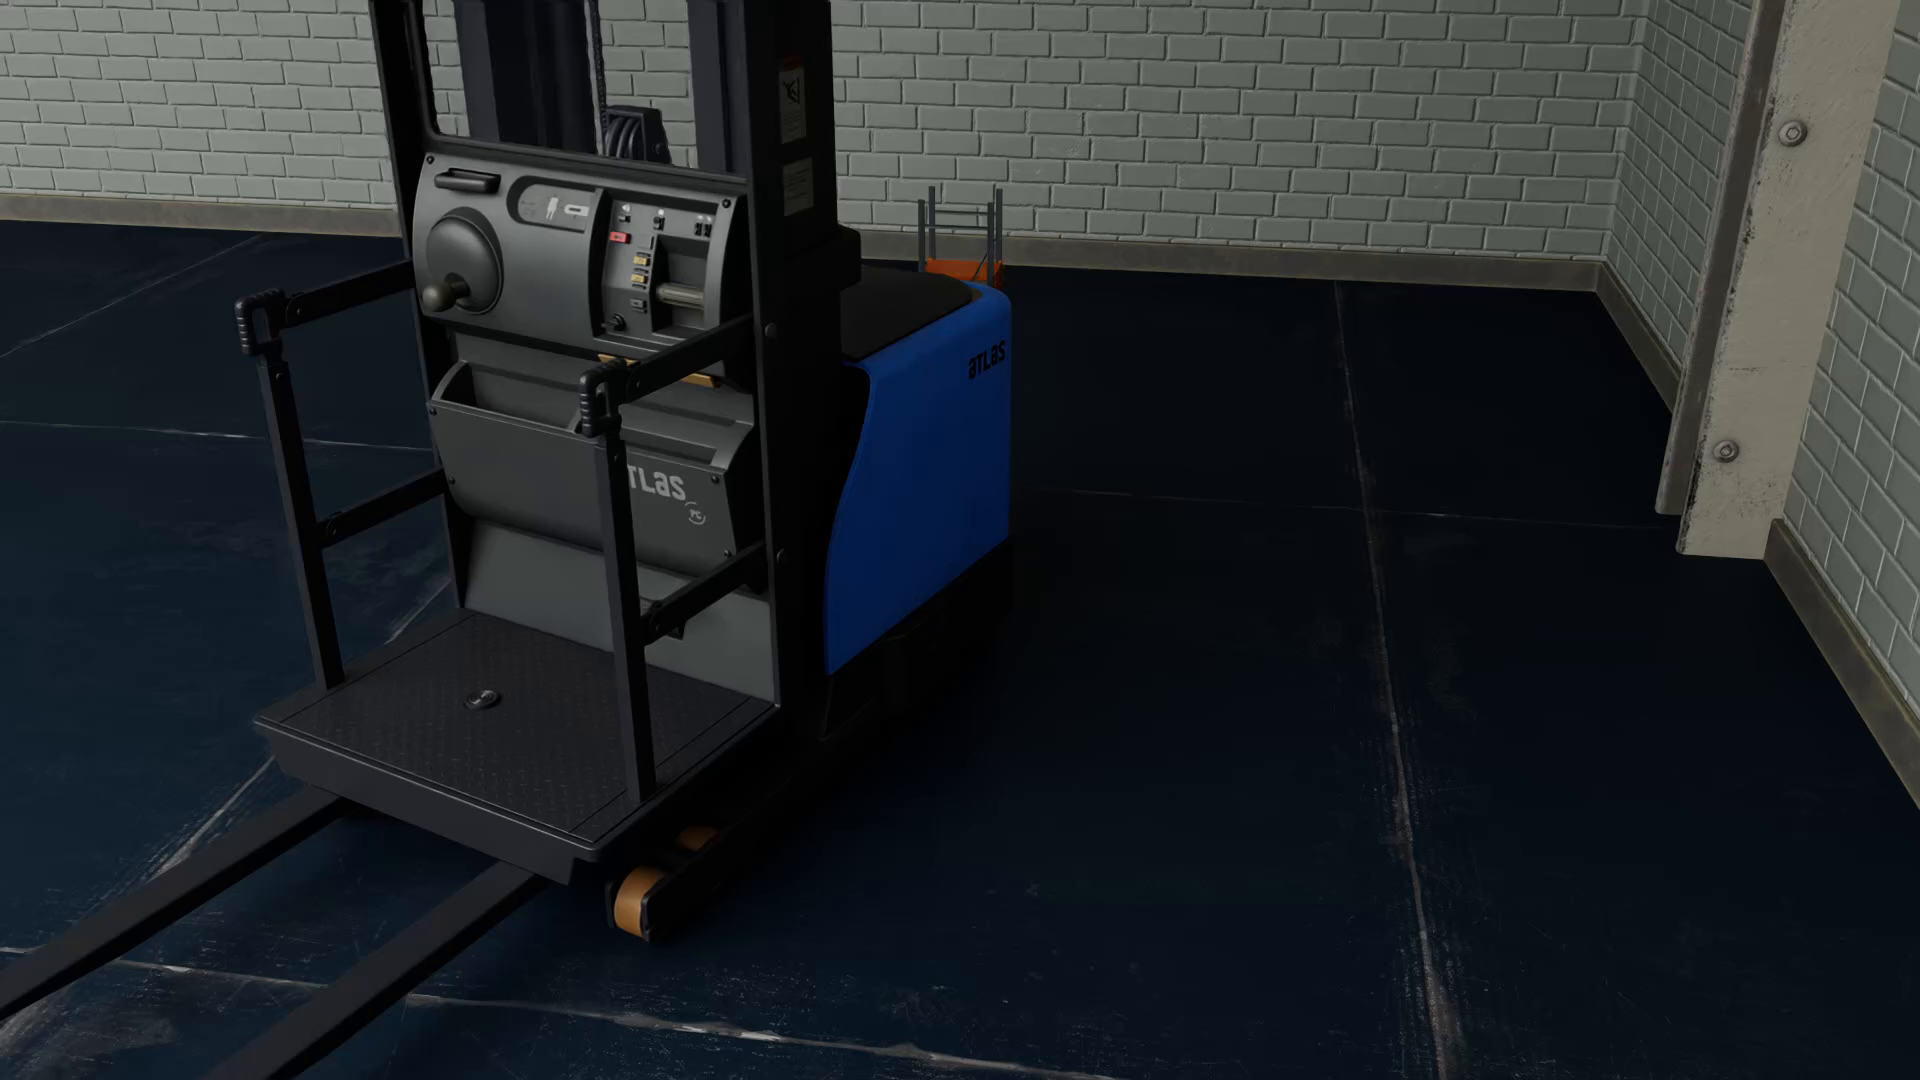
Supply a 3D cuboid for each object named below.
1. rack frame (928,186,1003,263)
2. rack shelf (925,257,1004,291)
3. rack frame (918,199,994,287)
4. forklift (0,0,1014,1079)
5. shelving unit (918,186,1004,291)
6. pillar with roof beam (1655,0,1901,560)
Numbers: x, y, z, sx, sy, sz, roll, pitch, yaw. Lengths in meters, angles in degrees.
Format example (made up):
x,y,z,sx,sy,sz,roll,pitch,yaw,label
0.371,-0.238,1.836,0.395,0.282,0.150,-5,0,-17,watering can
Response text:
x,y,z,sx,sy,sz,roll,pitch,yaw,label
0.017,-0.588,5.590,0.240,1.200,0.006,4,25,9,rack frame
0.002,-0.835,5.375,0.258,0.103,0.180,4,25,9,rack shelf
-0.013,-0.511,5.427,0.240,1.200,0.006,4,25,9,rack frame
-1.003,-0.636,3.652,1.130,2.935,3.031,14,28,27,forklift
0.002,-0.549,5.509,0.258,1.200,0.189,4,25,9,shelving unit
-1.620,-4.399,4.534,9.100,9.000,0.400,4,25,9,pillar with roof beam
